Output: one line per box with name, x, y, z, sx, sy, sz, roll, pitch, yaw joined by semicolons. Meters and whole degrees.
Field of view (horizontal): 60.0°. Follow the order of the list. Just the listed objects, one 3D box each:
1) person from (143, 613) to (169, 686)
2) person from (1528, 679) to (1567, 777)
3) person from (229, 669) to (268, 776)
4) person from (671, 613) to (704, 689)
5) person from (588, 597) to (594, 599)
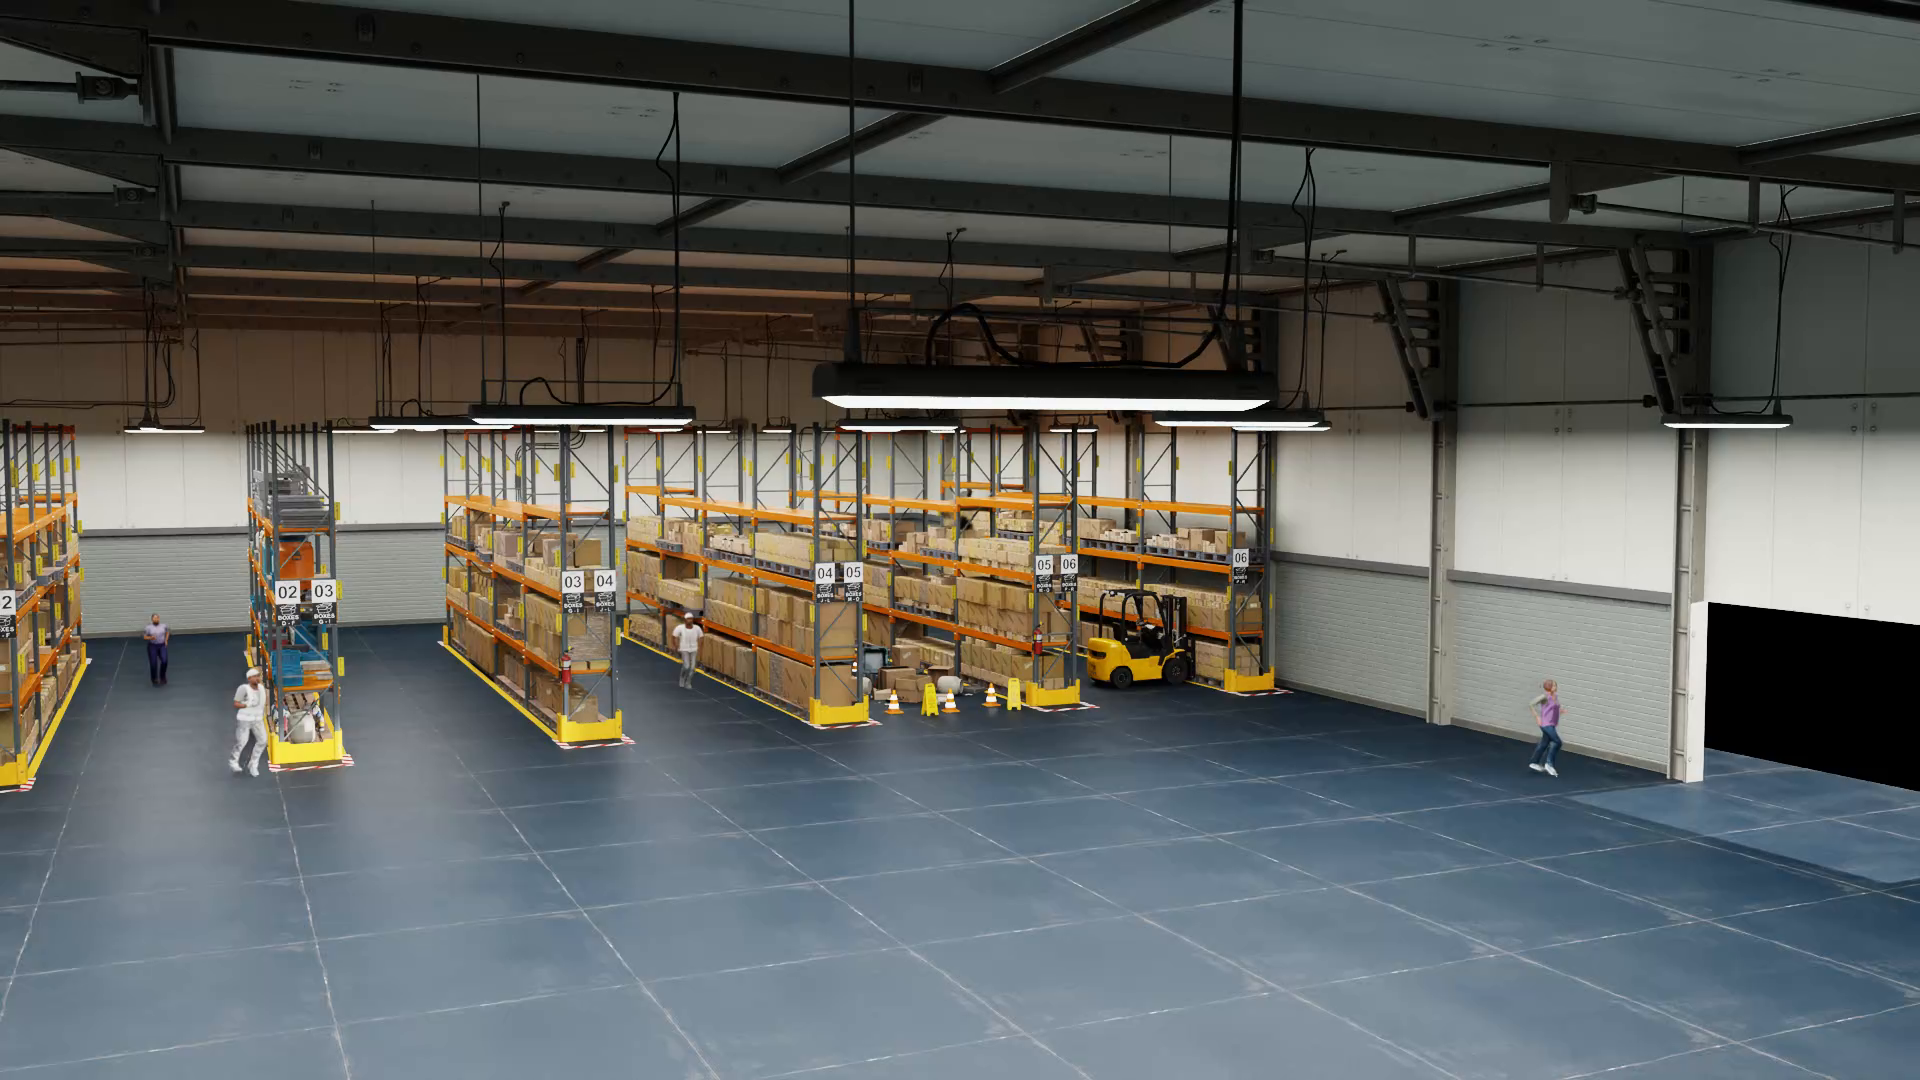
person;-18.438;2.526;38.209;0.586;1.676;0.661;-2;4;-34
person;9.946;3.162;28.111;0.663;1.621;0.515;3;5;43
person;-11.979;3.090;28.134;0.741;1.831;0.677;2;4;33
person;-6.095;2.506;37.522;0.706;1.729;0.574;-2;4;-26
person;-10.903;1.906;47.287;0.943;1.727;0.677;1;4;10
